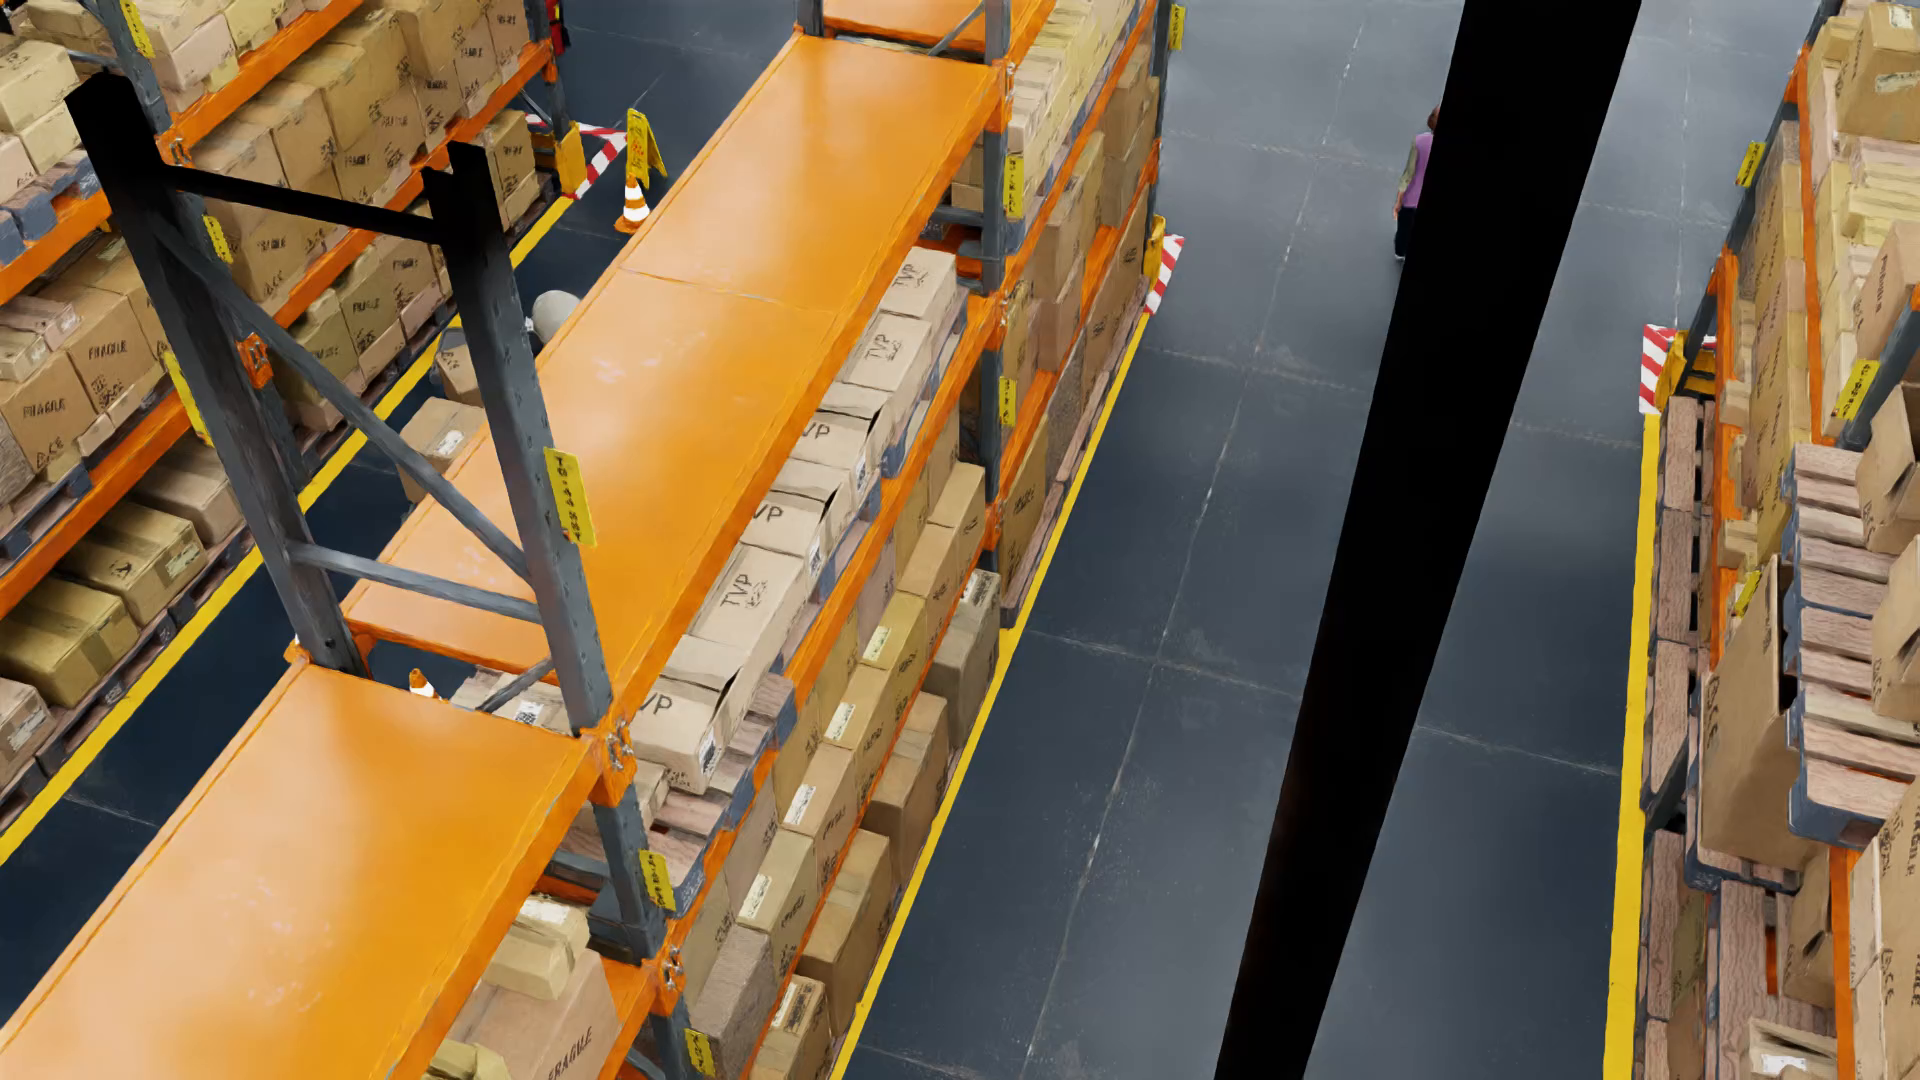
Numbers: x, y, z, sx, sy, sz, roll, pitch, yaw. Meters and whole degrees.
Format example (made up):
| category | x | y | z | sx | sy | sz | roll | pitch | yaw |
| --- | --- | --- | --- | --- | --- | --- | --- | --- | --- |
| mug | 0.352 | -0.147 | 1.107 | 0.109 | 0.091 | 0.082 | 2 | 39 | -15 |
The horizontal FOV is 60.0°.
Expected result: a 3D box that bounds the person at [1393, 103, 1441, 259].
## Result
| category | x | y | z | sx | sy | sz | roll | pitch | yaw |
| --- | --- | --- | --- | --- | --- | --- | --- | --- | --- |
| person | 3.517 | -2.573 | 12.581 | 0.417 | 1.500 | 1.037 | 15 | 48 | 14 |
